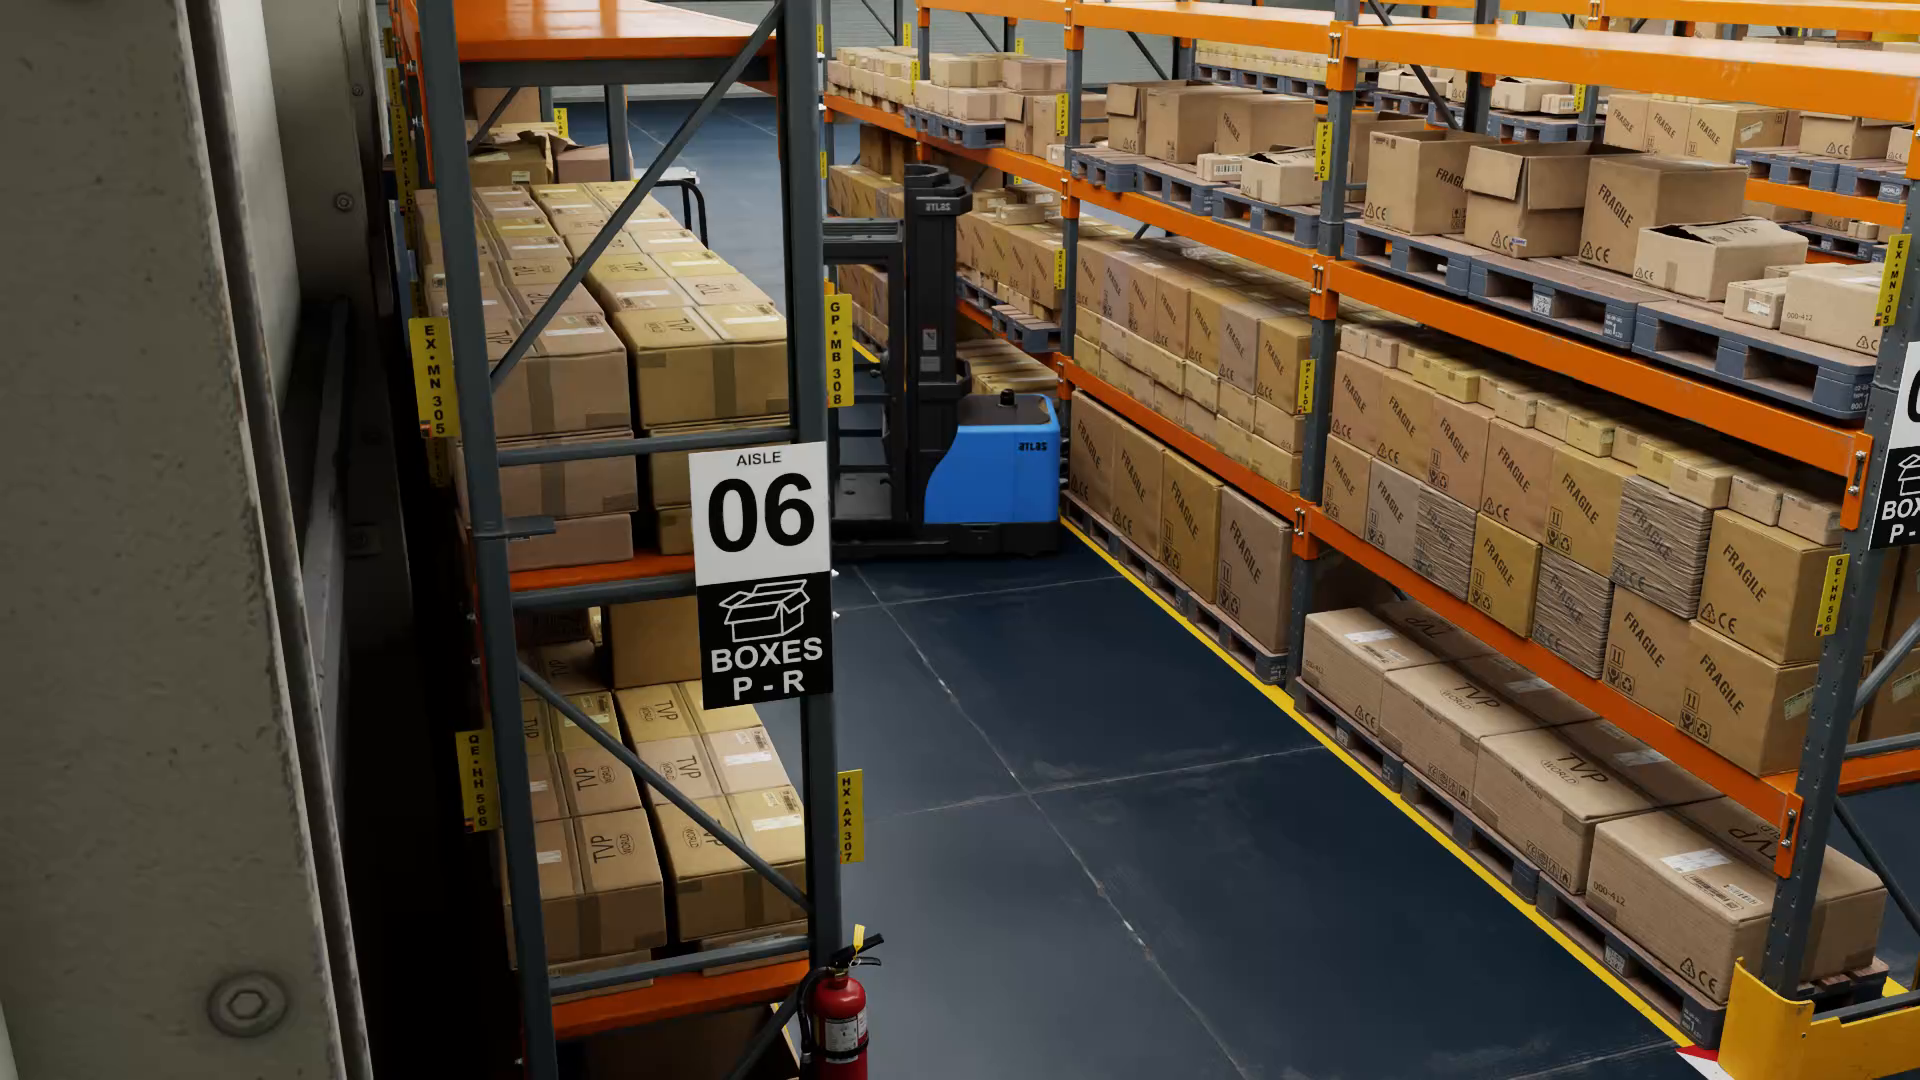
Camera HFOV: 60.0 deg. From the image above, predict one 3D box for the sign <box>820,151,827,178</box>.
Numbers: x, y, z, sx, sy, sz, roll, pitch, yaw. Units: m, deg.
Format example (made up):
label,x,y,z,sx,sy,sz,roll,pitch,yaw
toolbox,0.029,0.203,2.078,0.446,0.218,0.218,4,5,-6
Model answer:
label,x,y,z,sx,sy,sz,roll,pitch,yaw
sign,-1.703,-4.670,20.700,0.100,0.325,0.005,-6,21,-17

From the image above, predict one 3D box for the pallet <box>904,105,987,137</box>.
label,x,y,z,sx,sy,sz,roll,pitch,yaw
pallet,0.162,-4.150,16.375,1.213,0.211,1.003,-6,21,-17

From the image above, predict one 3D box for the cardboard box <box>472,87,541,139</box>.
label,x,y,z,sx,sy,sz,roll,pitch,yaw
cardboard box,-3.381,-3.186,12.495,0.500,0.500,0.500,-6,21,-17

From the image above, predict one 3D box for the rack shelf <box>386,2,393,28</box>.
label,x,y,z,sx,sy,sz,roll,pitch,yaw
rack shelf,-5.270,-5.446,16.924,1.077,0.370,4.000,-6,21,-17

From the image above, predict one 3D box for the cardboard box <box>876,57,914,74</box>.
label,x,y,z,sx,sy,sz,roll,pitch,yaw
cardboard box,-0.709,-5.193,18.192,0.380,0.149,0.250,-6,21,-17

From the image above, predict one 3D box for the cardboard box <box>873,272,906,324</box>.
label,x,y,z,sx,sy,sz,roll,pitch,yaw
cardboard box,-0.694,-2.781,19.059,0.500,0.500,0.500,-5,20,-14

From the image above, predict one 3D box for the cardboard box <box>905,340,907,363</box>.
label,x,y,z,sx,sy,sz,roll,pitch,yaw
cardboard box,-0.371,-2.101,18.276,0.500,0.250,0.500,-5,20,-15

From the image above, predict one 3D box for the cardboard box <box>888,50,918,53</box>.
label,x,y,z,sx,sy,sz,roll,pitch,yaw
cardboard box,-0.628,-5.658,19.486,0.380,0.149,0.250,-6,21,-17

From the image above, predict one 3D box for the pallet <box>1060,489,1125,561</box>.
label,x,y,z,sx,sy,sz,roll,pitch,yaw
pallet,1.503,-0.180,13.604,1.003,0.211,1.213,-6,21,-17

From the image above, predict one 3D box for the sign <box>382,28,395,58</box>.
label,x,y,z,sx,sy,sz,roll,pitch,yaw
sign,-6.427,-5.595,18.708,0.100,0.325,0.005,-6,21,-17

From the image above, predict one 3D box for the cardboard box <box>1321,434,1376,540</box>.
label,x,y,z,sx,sy,sz,roll,pitch,yaw
cardboard box,2.483,-0.338,9.772,0.500,0.500,0.500,-6,21,-15

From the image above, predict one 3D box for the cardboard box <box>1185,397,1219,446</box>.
label,x,y,z,sx,sy,sz,roll,pitch,yaw
cardboard box,1.904,-0.843,11.549,0.500,0.250,0.500,-7,21,-19

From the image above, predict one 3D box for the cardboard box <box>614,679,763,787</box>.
label,x,y,z,sx,sy,sz,roll,pitch,yaw
cardboard box,-1.078,0.775,6.603,0.500,0.250,0.500,-7,21,-18

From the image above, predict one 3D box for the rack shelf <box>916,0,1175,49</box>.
label,x,y,z,sx,sy,sz,roll,pitch,yaw
rack shelf,0.698,-4.691,14.821,1.077,0.370,4.000,-6,21,-17

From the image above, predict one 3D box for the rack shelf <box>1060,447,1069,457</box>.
label,x,y,z,sx,sy,sz,roll,pitch,yaw
rack shelf,0.771,-0.723,13.931,0.200,0.077,0.258,17,26,39

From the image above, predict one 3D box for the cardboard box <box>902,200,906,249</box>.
label,x,y,z,sx,sy,sz,roll,pitch,yaw
cardboard box,-0.306,-3.340,17.689,0.500,0.500,0.500,-7,21,-19

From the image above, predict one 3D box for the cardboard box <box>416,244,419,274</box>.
label,x,y,z,sx,sy,sz,roll,pitch,yaw
cardboard box,-5.039,-2.670,16.266,0.500,0.500,0.500,-6,21,-17

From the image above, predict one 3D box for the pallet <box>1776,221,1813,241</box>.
label,x,y,z,sx,sy,sz,roll,pitch,yaw
pallet,9.579,-3.738,19.671,1.003,0.211,1.213,-6,21,-17

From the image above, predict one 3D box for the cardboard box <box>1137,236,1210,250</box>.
label,x,y,z,sx,sy,sz,roll,pitch,yaw
cardboard box,1.738,-2.132,13.289,0.500,0.500,0.500,-7,21,-19

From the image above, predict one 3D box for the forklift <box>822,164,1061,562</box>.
label,x,y,z,sx,sy,sz,roll,pitch,yaw
forklift,-0.742,-1.387,12.941,3.031,2.935,1.130,-1,20,-2

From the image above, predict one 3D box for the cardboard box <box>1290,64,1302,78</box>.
label,x,y,z,sx,sy,sz,roll,pitch,yaw
cardboard box,4.077,-5.462,19.350,0.380,0.149,0.250,-6,21,-17

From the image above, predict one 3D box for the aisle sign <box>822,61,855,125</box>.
label,x,y,z,sx,sy,sz,roll,pitch,yaw
aisle sign,-1.501,-5.531,20.531,0.394,0.787,0.004,-6,21,-17

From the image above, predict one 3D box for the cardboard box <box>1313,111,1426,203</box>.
label,x,y,z,sx,sy,sz,roll,pitch,yaw
cardboard box,2.582,-2.439,10.564,0.500,0.500,0.500,-7,21,-18

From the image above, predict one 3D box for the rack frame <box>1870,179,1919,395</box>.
label,x,y,z,sx,sy,sz,roll,pitch,yaw
rack frame,3.841,-2.009,5.698,1.000,3.000,0.127,-6,21,-17

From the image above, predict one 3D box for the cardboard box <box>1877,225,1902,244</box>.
label,x,y,z,sx,sy,sz,roll,pitch,yaw
cardboard box,10.256,-3.388,17.643,0.700,0.500,0.500,-3,20,-9

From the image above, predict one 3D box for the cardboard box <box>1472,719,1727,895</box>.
label,x,y,z,sx,sy,sz,roll,pitch,yaw
cardboard box,3.243,1.329,8.449,0.875,0.438,0.875,-6,21,-16

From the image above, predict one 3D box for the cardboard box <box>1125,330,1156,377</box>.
label,x,y,z,sx,sy,sz,roll,pitch,yaw
cardboard box,1.558,-1.402,12.364,0.500,0.250,0.500,-6,21,-17

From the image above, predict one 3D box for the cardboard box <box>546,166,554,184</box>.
label,x,y,z,sx,sy,sz,roll,pitch,yaw
cardboard box,-2.101,-2.005,9.287,0.380,0.149,0.250,-7,21,-18

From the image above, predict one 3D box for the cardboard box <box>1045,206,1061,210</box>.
label,x,y,z,sx,sy,sz,roll,pitch,yaw
cardboard box,0.746,-2.972,16.045,0.500,0.500,0.500,-6,21,-15

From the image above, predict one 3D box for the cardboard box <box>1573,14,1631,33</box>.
label,x,y,z,sx,sy,sz,roll,pitch,yaw
cardboard box,8.430,-6.702,21.873,0.500,0.500,0.500,-6,21,-17

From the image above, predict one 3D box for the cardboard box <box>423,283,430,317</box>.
label,x,y,z,sx,sy,sz,roll,pitch,yaw
cardboard box,-1.927,-0.906,6.846,0.500,0.250,0.500,-7,21,-18

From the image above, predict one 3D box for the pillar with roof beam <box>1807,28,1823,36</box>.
label,x,y,z,sx,sy,sz,roll,pitch,yaw
pillar with roof beam,15.510,-13.036,36.398,9.100,9.000,0.400,-6,21,-17

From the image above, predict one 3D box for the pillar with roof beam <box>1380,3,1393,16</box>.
label,x,y,z,sx,sy,sz,roll,pitch,yaw
pillar with roof beam,9.852,-18.812,52.480,9.100,9.000,0.400,-6,21,-17

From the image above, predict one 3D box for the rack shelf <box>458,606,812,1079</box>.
label,x,y,z,sx,sy,sz,roll,pitch,yaw
rack shelf,-1.498,1.040,7.149,1.077,0.370,4.000,-6,21,-17

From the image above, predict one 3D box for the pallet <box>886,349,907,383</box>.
label,x,y,z,sx,sy,sz,roll,pitch,yaw
pallet,-0.175,-1.936,18.494,1.003,0.211,1.213,-6,21,-17

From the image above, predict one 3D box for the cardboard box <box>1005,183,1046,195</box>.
label,x,y,z,sx,sy,sz,roll,pitch,yaw
cardboard box,0.658,-3.383,16.228,0.380,0.149,0.250,-7,21,-19

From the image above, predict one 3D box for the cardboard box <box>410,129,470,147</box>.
label,x,y,z,sx,sy,sz,roll,pitch,yaw
cardboard box,-3.479,-2.661,11.142,0.380,0.149,0.250,-6,21,-17

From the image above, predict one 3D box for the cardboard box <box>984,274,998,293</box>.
label,x,y,z,sx,sy,sz,roll,pitch,yaw
cardboard box,0.438,-2.401,15.415,0.380,0.149,0.250,-7,21,-19

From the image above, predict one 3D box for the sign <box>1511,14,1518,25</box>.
label,x,y,z,sx,sy,sz,roll,pitch,yaw
sign,7.705,-7.138,23.123,0.100,0.325,0.005,-6,21,-17

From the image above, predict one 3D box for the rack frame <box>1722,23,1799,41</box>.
label,x,y,z,sx,sy,sz,roll,pitch,yaw
rack frame,9.477,-6.913,19.351,1.000,3.000,0.127,-6,21,-17

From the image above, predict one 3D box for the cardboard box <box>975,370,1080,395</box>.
label,x,y,z,sx,sy,sz,roll,pitch,yaw
cardboard box,0.686,-1.376,16.077,0.950,0.372,0.625,-6,21,-15

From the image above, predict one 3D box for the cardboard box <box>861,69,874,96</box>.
label,x,y,z,sx,sy,sz,roll,pitch,yaw
cardboard box,-0.805,-5.119,18.576,0.500,0.250,0.500,-6,21,-16

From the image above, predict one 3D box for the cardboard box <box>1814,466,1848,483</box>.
label,x,y,z,sx,sy,sz,roll,pitch,yaw
cardboard box,3.843,-0.228,7.029,0.380,0.149,0.250,-6,21,-16

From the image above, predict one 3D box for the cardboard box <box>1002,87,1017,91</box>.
label,x,y,z,sx,sy,sz,roll,pitch,yaw
cardboard box,0.704,-4.077,15.492,0.500,0.250,0.500,-6,21,-16

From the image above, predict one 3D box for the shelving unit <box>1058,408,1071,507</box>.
label,x,y,z,sx,sy,sz,roll,pitch,yaw
shelving unit,0.770,-0.670,13.950,0.210,0.900,0.258,17,26,39

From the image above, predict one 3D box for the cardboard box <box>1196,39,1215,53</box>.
label,x,y,z,sx,sy,sz,roll,pitch,yaw
cardboard box,3.388,-6.422,21.435,0.500,0.250,0.500,-6,21,-17

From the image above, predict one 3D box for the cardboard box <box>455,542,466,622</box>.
label,x,y,z,sx,sy,sz,roll,pitch,yaw
cardboard box,-2.228,0.178,8.267,0.500,0.250,0.500,-7,21,-18

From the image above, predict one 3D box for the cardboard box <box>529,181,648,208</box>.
label,x,y,z,sx,sy,sz,roll,pitch,yaw
cardboard box,-1.740,-1.521,7.818,0.500,0.250,0.500,-6,21,-17

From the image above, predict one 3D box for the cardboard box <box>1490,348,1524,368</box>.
label,x,y,z,sx,sy,sz,roll,pitch,yaw
cardboard box,3.128,-0.971,9.095,0.380,0.149,0.250,-7,21,-18

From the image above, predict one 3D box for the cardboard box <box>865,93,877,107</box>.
label,x,y,z,sx,sy,sz,roll,pitch,yaw
cardboard box,-0.860,-4.978,18.773,0.380,0.149,0.250,-7,21,-19

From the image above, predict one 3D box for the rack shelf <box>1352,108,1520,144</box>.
label,x,y,z,sx,sy,sz,roll,pitch,yaw
rack shelf,5.366,-4.026,16.815,1.077,0.370,4.000,-6,21,-17

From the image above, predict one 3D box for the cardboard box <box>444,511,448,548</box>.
label,x,y,z,sx,sy,sz,roll,pitch,yaw
cardboard box,-3.382,0.079,11.836,0.500,0.500,0.500,-6,21,-17

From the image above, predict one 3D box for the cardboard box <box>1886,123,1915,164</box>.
label,x,y,z,sx,sy,sz,roll,pitch,yaw
cardboard box,7.174,-2.900,12.126,0.500,0.311,0.500,-7,21,-18

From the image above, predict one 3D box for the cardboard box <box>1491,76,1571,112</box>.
label,x,y,z,sx,sy,sz,roll,pitch,yaw
cardboard box,5.381,-4.229,15.679,0.500,0.311,0.500,-6,21,-17

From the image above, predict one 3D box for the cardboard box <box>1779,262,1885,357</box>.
label,x,y,z,sx,sy,sz,roll,pitch,yaw
cardboard box,3.614,-0.906,6.518,0.500,0.250,0.500,-8,21,-22

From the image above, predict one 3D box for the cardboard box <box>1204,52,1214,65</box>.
label,x,y,z,sx,sy,sz,roll,pitch,yaw
cardboard box,3.364,-6.191,21.380,0.380,0.149,0.250,-6,21,-17

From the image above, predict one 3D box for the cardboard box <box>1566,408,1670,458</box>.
label,x,y,z,sx,sy,sz,roll,pitch,yaw
cardboard box,3.085,-0.506,7.802,0.380,0.149,0.250,-6,21,-16

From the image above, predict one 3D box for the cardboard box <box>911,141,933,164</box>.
label,x,y,z,sx,sy,sz,roll,pitch,yaw
cardboard box,-0.135,-4.189,18.574,0.700,0.500,0.500,-7,21,-18
